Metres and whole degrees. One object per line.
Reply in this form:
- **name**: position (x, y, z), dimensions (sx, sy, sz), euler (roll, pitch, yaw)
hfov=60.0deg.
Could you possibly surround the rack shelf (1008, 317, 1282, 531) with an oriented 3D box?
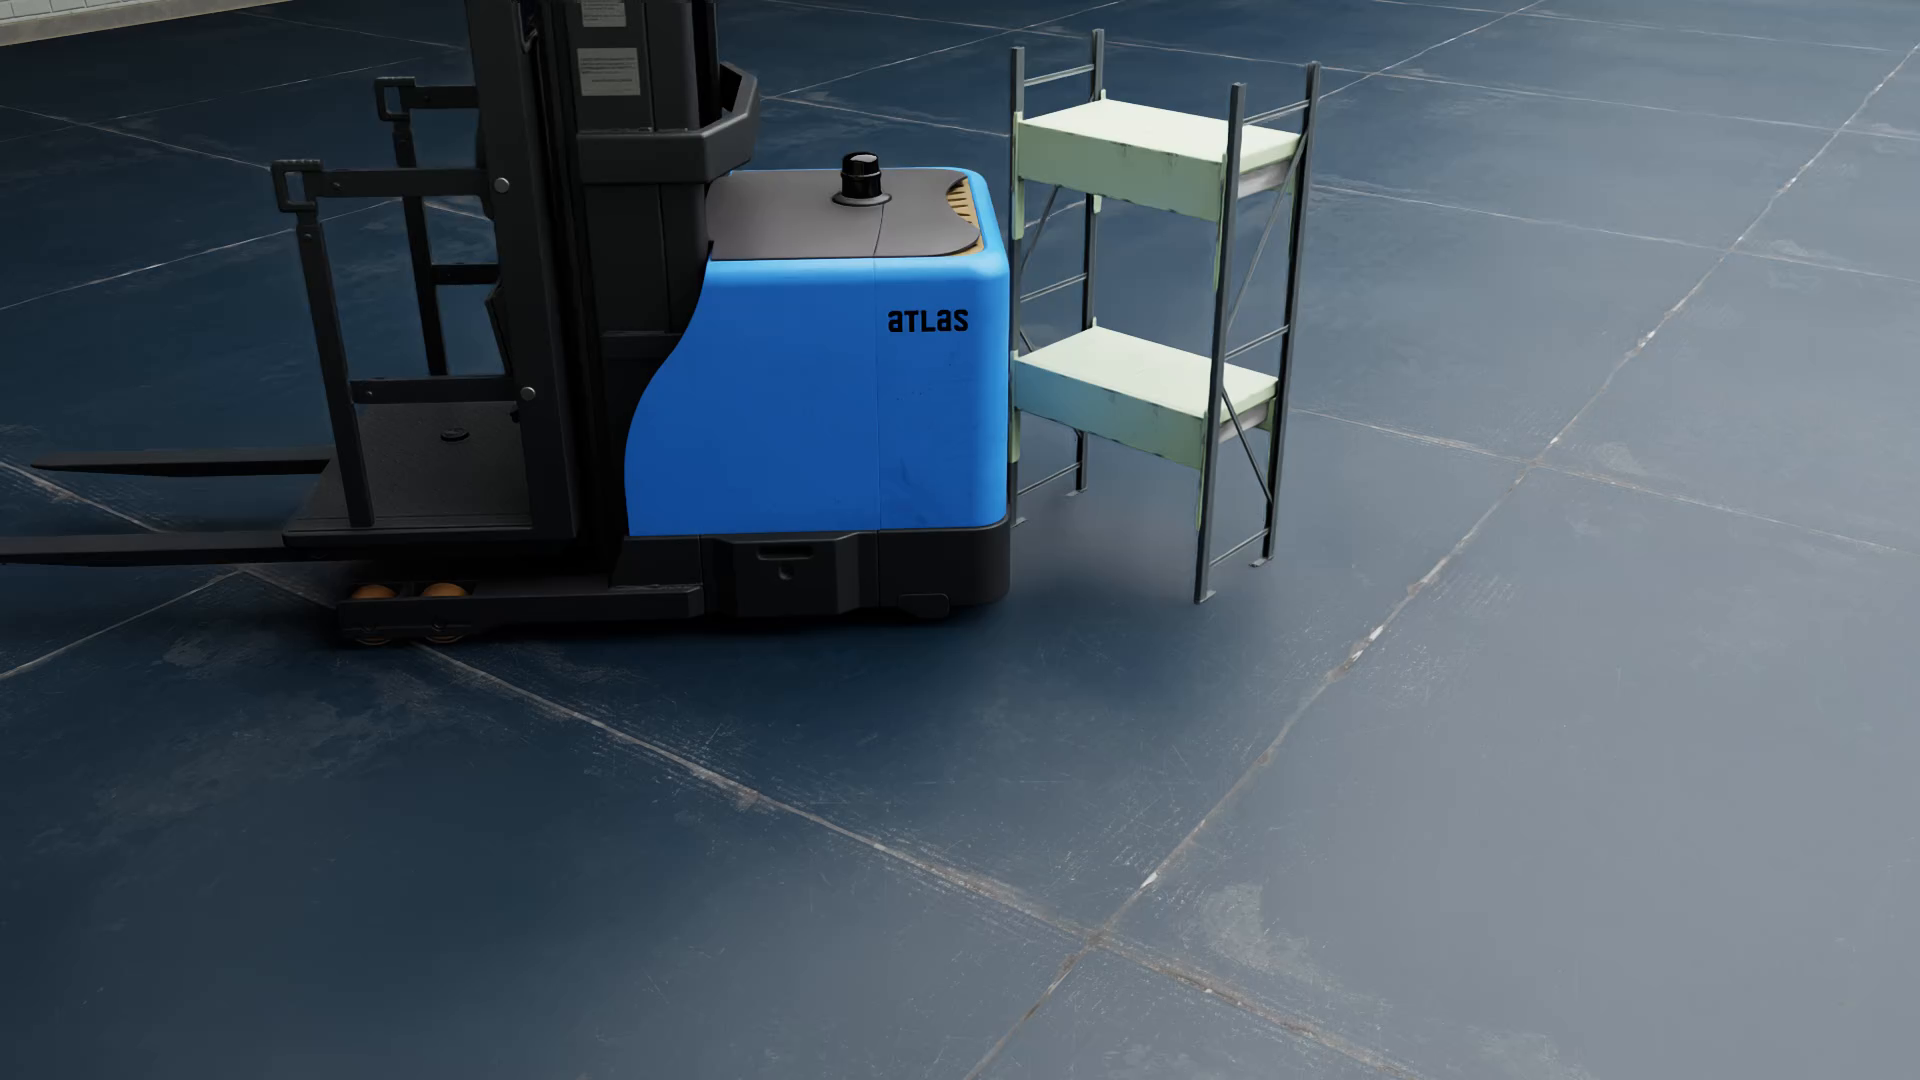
- **rack shelf**: position (0.556, -0.369, 5.040), dimensions (0.720, 0.370, 0.431), euler (22, 34, 37)

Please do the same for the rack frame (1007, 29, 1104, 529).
- **rack frame**: position (0.284, -0.770, 5.110), dimensions (0.023, 1.500, 0.400), euler (22, 34, 37)

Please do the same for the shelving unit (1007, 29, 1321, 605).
- **shelving unit**: position (0.556, -0.659, 4.892), dimensions (0.755, 1.500, 0.431), euler (22, 34, 37)

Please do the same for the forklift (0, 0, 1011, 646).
- **forklift**: position (-1.393, -1.258, 4.490), dimensions (3.031, 2.935, 1.130), euler (-2, 27, -3)

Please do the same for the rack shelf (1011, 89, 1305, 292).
- **rack shelf**: position (0.556, -1.007, 4.715), dimensions (0.720, 0.370, 0.431), euler (22, 34, 37)

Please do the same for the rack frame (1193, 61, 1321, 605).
- **rack frame**: position (0.828, -0.548, 4.674), dimensions (0.023, 1.500, 0.400), euler (22, 34, 37)
